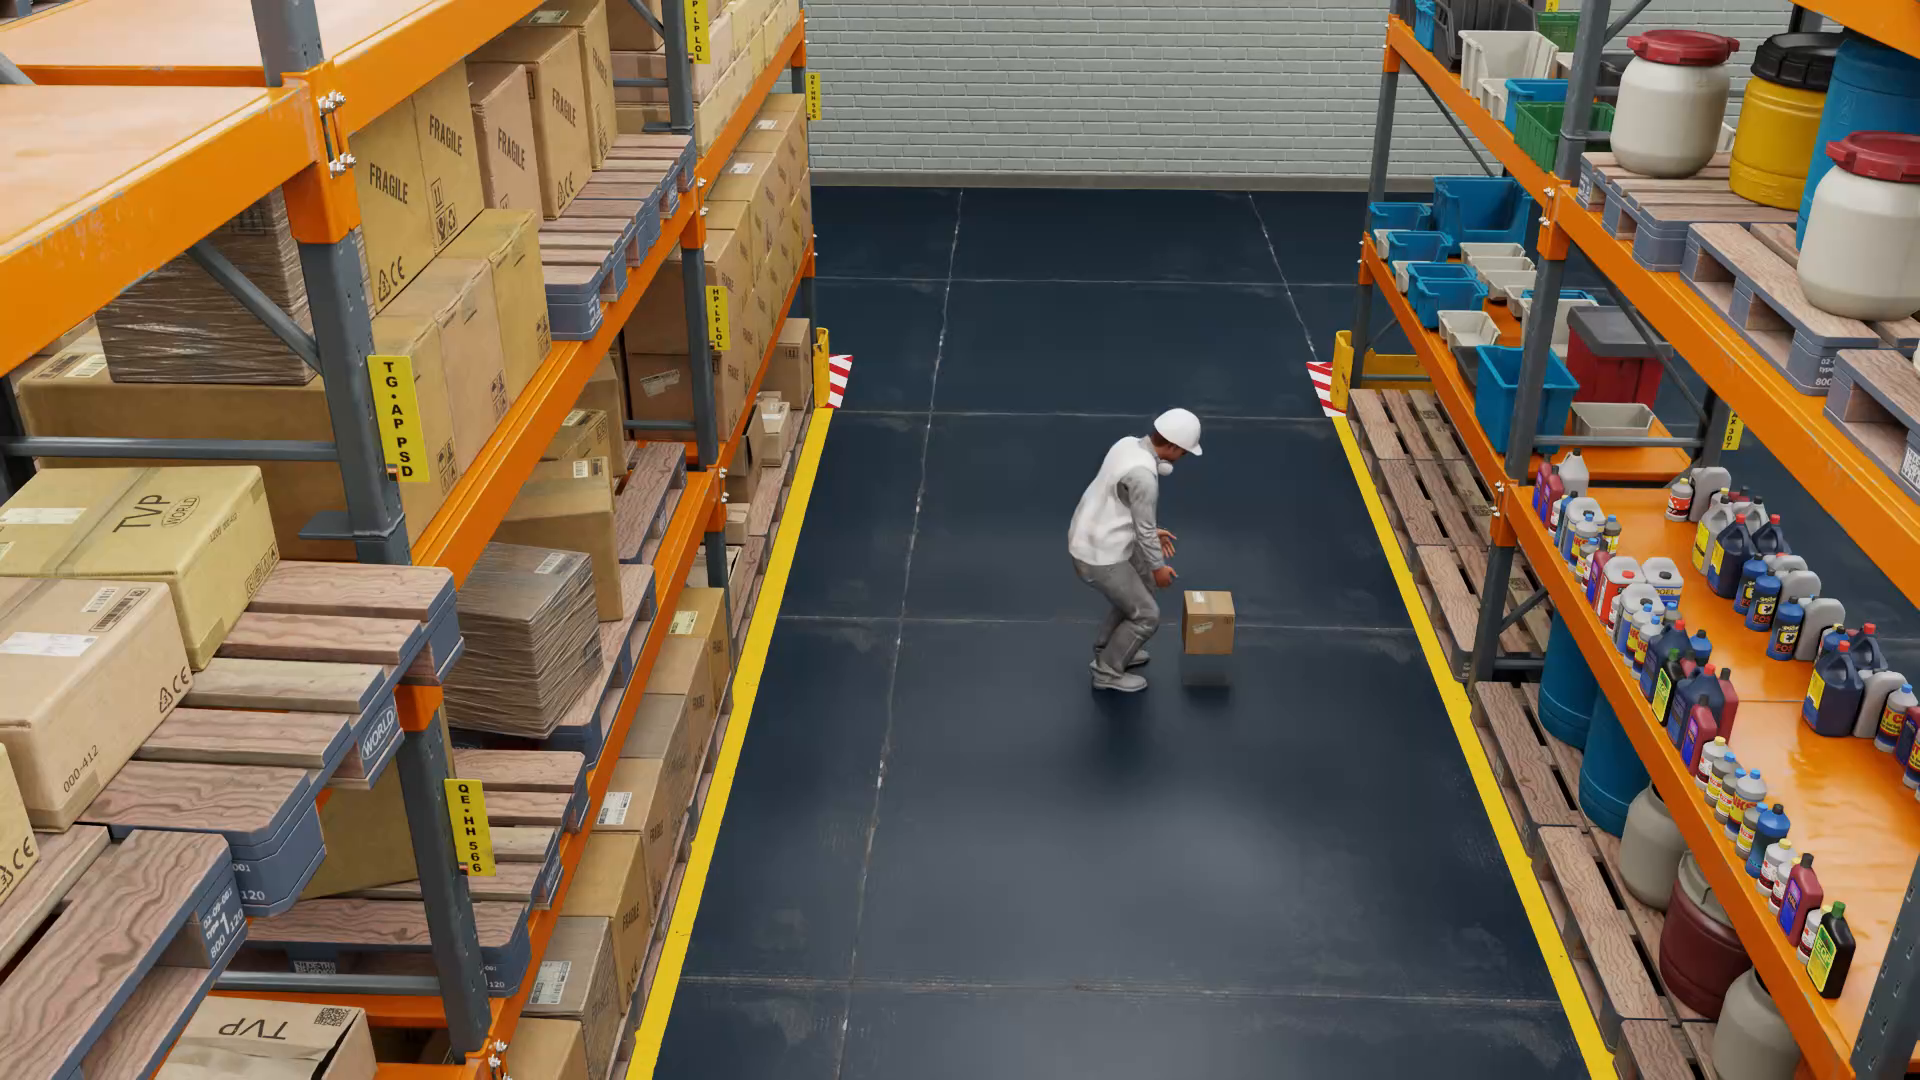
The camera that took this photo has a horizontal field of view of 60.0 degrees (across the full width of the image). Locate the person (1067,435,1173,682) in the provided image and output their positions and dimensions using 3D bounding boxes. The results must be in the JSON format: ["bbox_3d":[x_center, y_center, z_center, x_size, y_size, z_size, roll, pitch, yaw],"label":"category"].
[{"bbox_3d":[0.829,0.076,8.784,0.524,1.345,0.484,1,28,2],"label":"person"}]
